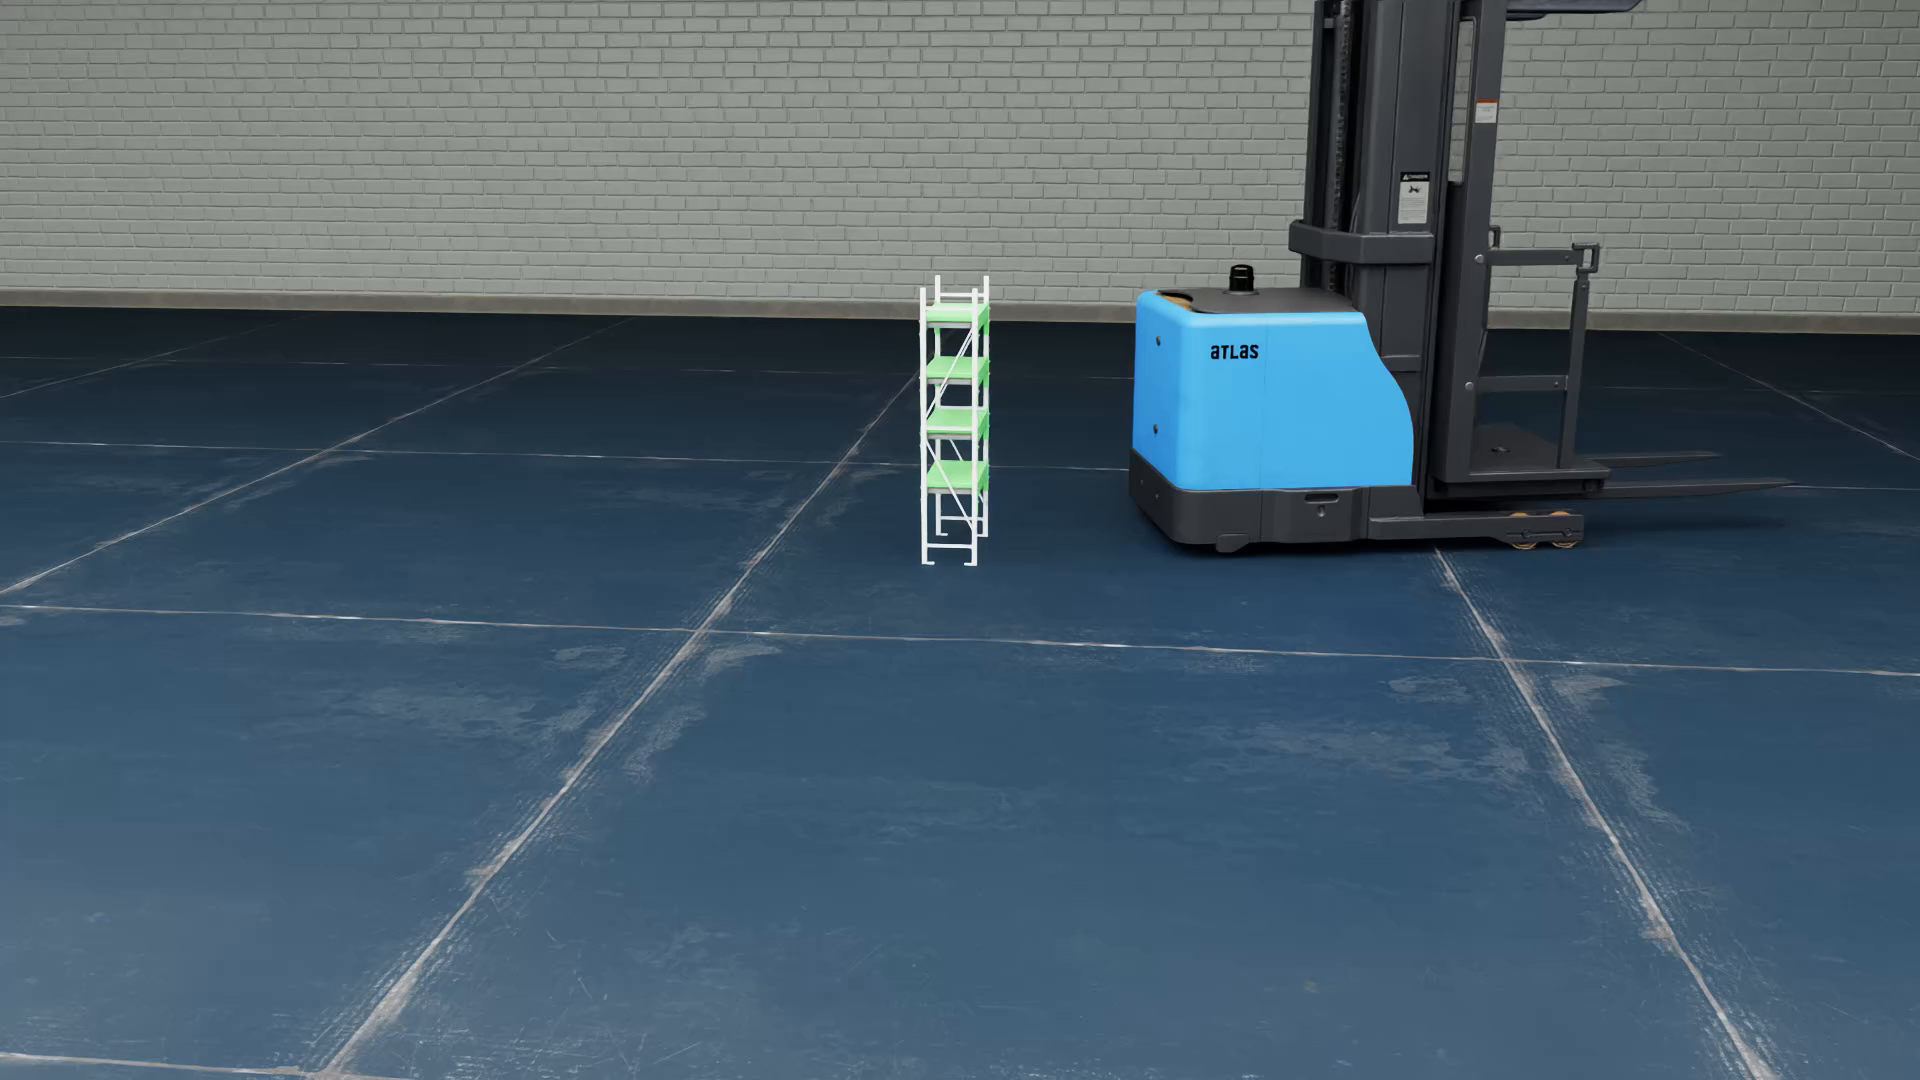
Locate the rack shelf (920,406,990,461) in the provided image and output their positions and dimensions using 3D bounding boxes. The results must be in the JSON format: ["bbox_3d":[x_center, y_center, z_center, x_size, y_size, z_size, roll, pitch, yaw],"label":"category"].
[{"bbox_3d":[-0.019,-0.475,7.363,0.258,0.148,0.480,2,15,6],"label":"rack shelf"}]

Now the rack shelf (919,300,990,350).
[{"bbox_3d":[-0.019,-0.938,7.238,0.258,0.148,0.480,2,15,6],"label":"rack shelf"}]

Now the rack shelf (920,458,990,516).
[{"bbox_3d":[-0.019,-0.243,7.426,0.258,0.148,0.480,2,15,6],"label":"rack shelf"}]

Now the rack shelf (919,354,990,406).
[{"bbox_3d":[-0.019,-0.706,7.301,0.258,0.148,0.480,2,15,6],"label":"rack shelf"}]

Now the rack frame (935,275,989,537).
[{"bbox_3d":[0.009,-0.600,7.581,0.240,1.200,0.015,2,15,6],"label":"rack frame"}]

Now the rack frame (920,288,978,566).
[{"bbox_3d":[-0.046,-0.473,7.113,0.240,1.200,0.015,2,15,6],"label":"rack frame"}]

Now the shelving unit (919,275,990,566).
[{"bbox_3d":[-0.019,-0.536,7.347,0.258,1.200,0.503,2,15,6],"label":"shelving unit"}]

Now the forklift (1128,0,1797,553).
[{"bbox_3d":[2.388,-1.506,7.618,3.031,2.935,1.130,-2,15,-7],"label":"forklift"}]
